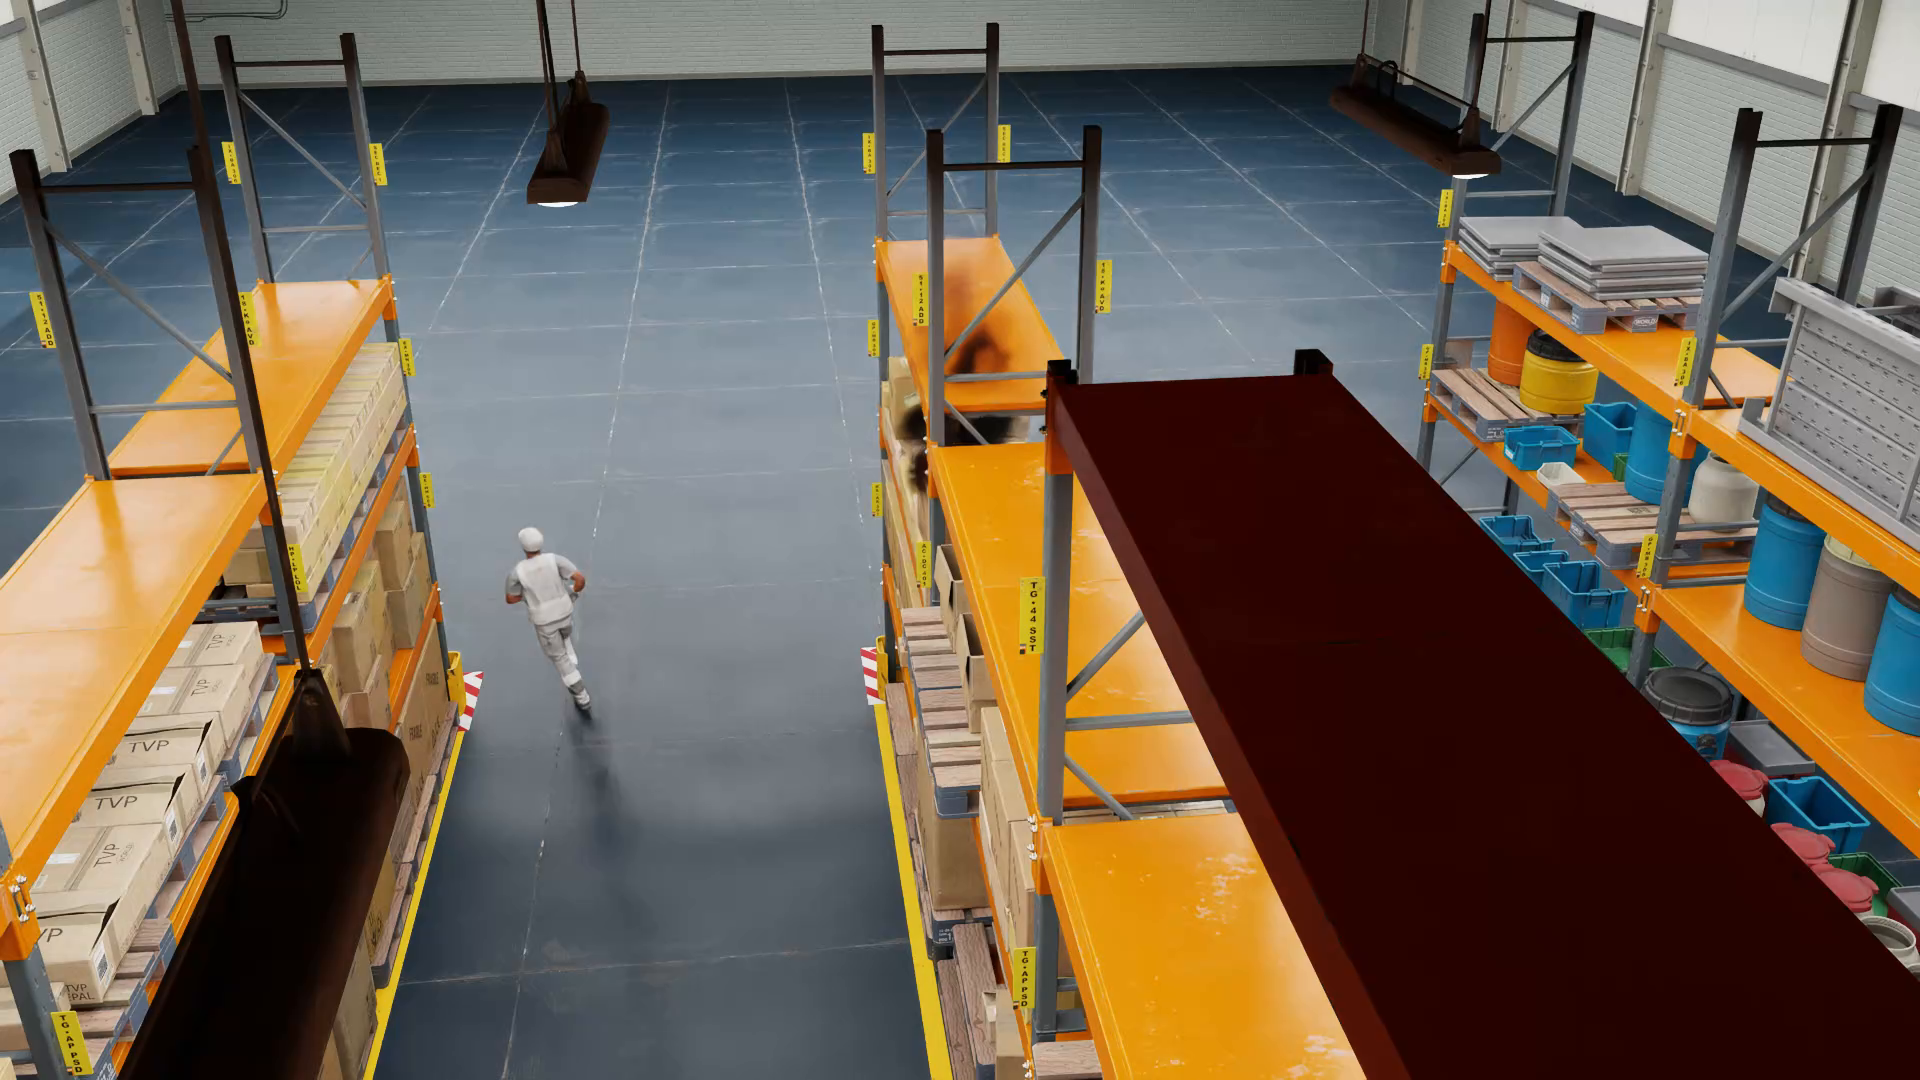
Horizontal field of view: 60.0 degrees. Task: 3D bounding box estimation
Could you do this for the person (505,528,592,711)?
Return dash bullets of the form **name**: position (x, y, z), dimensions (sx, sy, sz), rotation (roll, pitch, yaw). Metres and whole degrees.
- **person**: position (-3.683, 0.761, 14.907), dimensions (0.652, 1.849, 0.708), rotation (-17, 30, -31)
